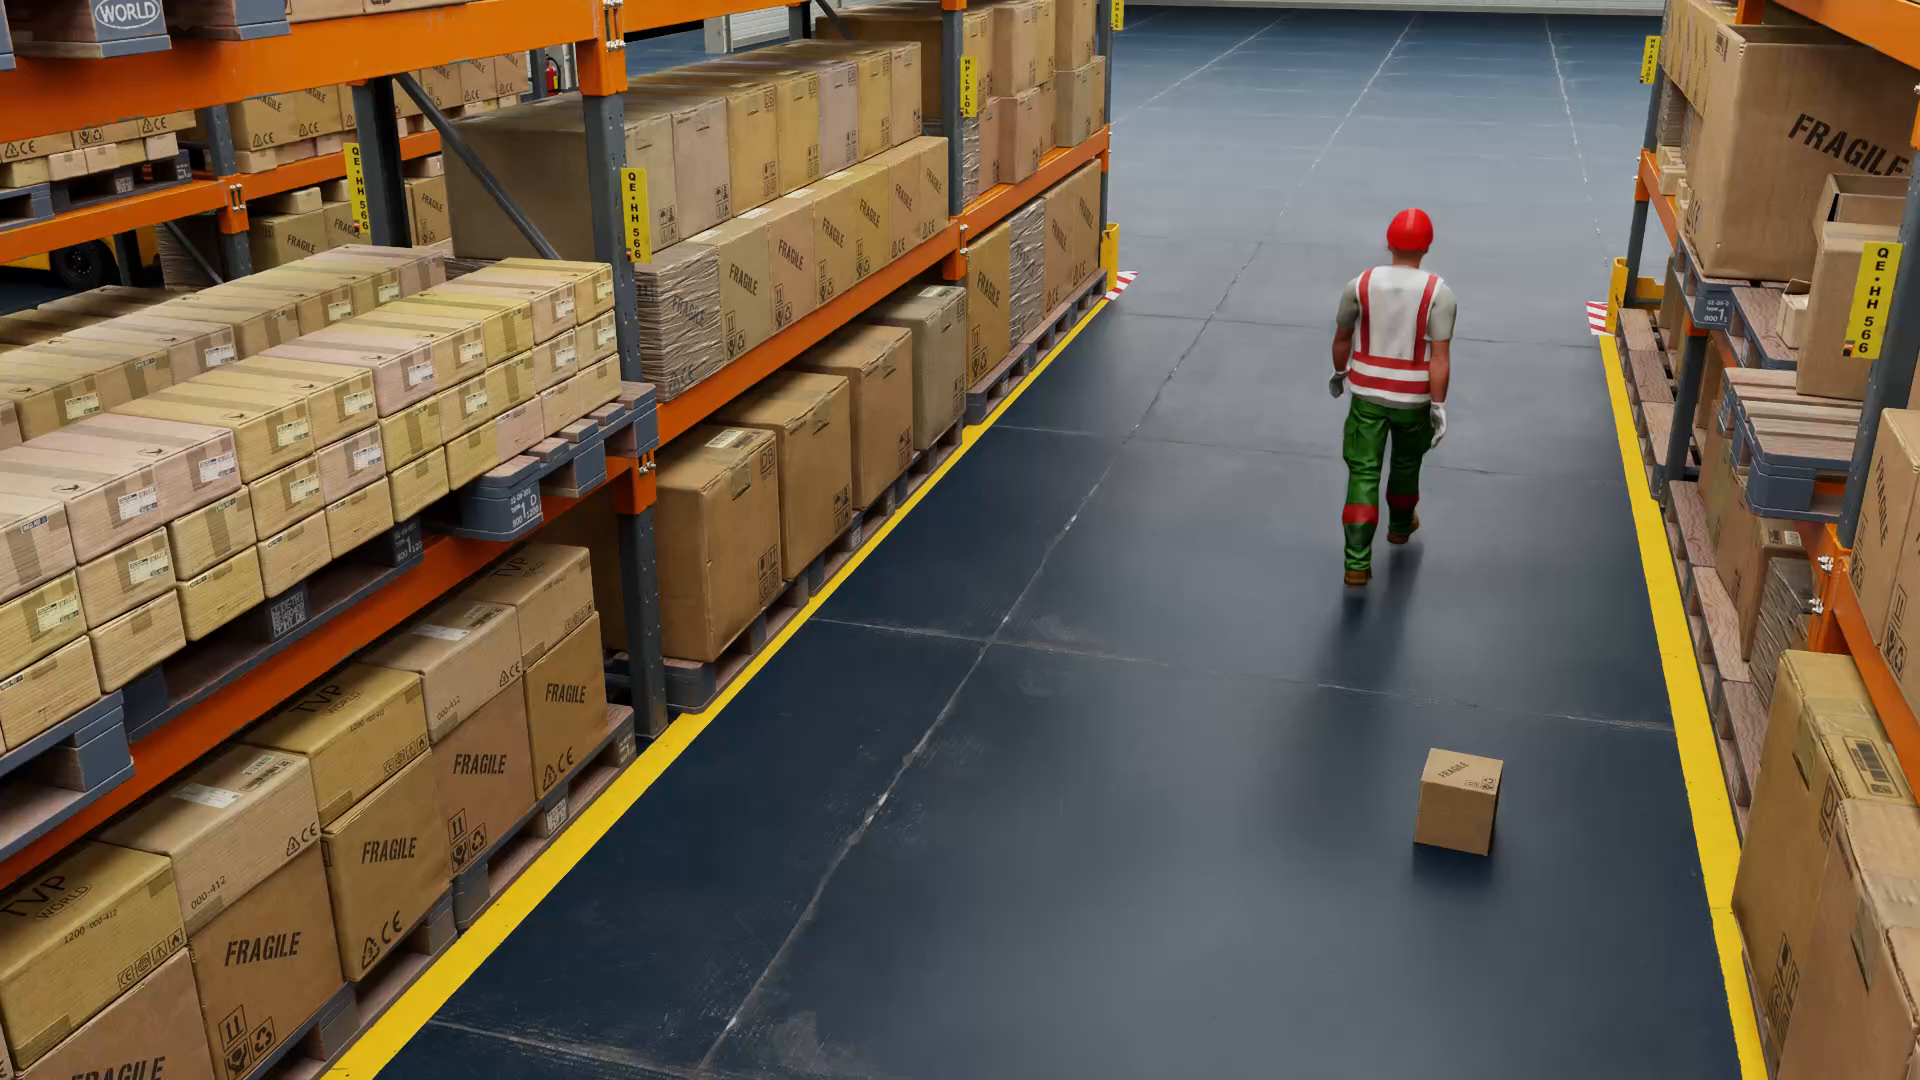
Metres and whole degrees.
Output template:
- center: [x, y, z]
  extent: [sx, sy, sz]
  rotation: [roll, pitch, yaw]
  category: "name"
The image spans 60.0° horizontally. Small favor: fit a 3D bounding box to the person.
- center: [2.020, -0.714, 7.850]
  extent: [0.583, 1.740, 1.057]
  rotation: [7, 23, 17]
  category: "person"
